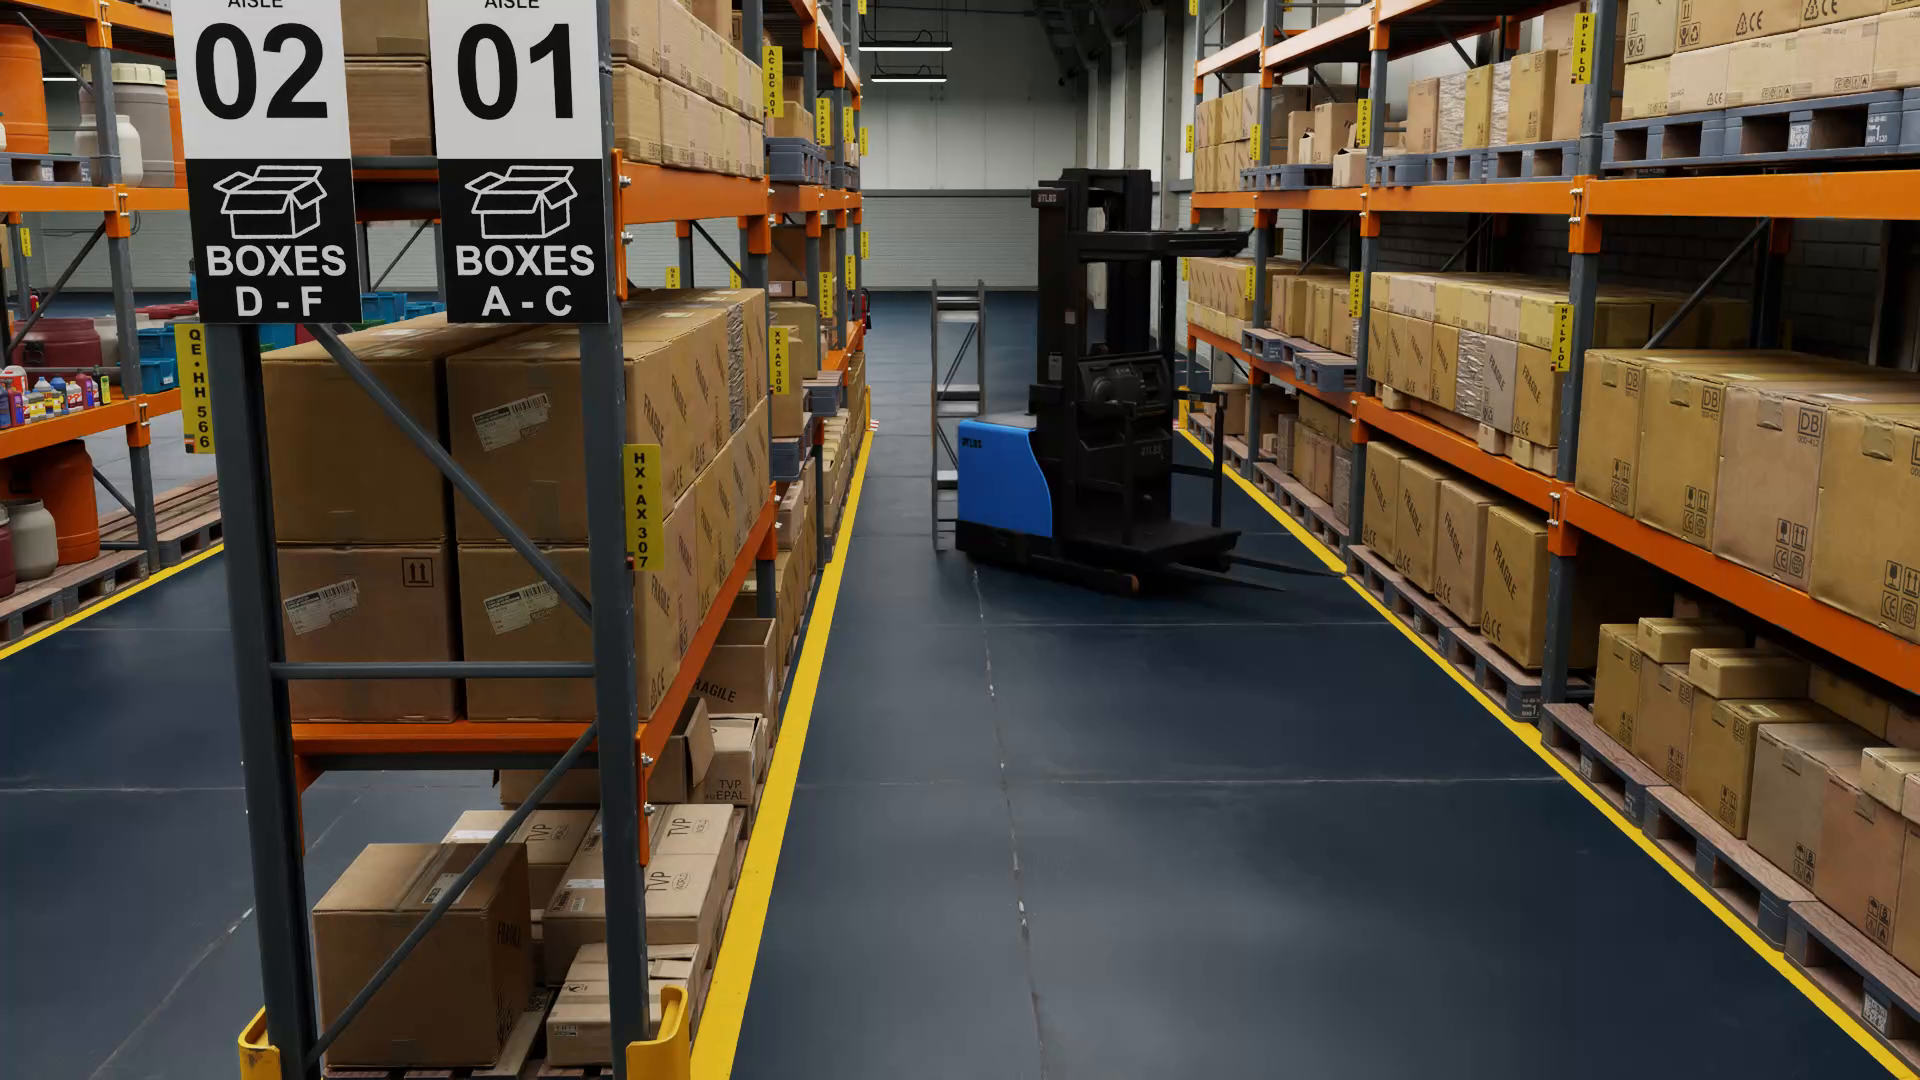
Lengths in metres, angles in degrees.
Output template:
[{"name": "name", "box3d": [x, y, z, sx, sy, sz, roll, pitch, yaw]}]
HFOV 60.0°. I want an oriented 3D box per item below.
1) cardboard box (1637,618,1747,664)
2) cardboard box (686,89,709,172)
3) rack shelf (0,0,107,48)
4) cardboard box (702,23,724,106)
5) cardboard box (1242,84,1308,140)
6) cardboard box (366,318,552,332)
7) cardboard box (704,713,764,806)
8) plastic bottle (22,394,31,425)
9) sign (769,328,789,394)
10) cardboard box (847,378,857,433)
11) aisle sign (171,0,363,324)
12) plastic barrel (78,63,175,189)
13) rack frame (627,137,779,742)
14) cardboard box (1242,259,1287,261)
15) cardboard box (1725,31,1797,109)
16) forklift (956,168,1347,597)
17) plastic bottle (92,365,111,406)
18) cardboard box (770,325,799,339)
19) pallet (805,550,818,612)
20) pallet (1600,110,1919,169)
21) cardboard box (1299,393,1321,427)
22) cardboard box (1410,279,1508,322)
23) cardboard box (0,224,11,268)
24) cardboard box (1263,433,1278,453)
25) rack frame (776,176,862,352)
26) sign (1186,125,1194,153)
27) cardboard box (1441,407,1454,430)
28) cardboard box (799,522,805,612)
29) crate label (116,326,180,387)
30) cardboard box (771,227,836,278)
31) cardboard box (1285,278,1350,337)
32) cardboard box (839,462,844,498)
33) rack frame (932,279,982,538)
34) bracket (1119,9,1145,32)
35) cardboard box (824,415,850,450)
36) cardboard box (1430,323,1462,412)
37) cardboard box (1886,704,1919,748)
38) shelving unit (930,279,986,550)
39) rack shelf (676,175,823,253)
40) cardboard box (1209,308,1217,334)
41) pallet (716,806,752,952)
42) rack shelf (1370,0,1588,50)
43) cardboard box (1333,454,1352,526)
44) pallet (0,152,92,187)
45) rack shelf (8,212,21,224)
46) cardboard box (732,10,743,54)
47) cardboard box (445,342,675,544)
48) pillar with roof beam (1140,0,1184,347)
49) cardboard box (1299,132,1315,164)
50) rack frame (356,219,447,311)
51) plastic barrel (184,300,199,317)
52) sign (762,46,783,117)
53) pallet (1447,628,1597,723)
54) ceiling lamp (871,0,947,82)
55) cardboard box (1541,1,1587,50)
[{"name": "cardboard box", "box3d": [3.255, 0.448, 7.405, 0.380, 0.149, 0.250, 0, 11, 1]}, {"name": "cardboard box", "box3d": [-1.118, -1.353, 5.519, 0.500, 0.250, 0.500, 0, 11, -1]}, {"name": "rack shelf", "box3d": [-6.428, -3.220, 9.611, 1.077, 0.370, 4.000, 0, 11, -1]}, {"name": "cardboard box", "box3d": [-1.129, -1.698, 5.959, 0.500, 0.250, 0.500, 0, 11, -1]}, {"name": "cardboard box", "box3d": [3.071, -4.179, 16.251, 0.500, 0.500, 0.500, -1, 12, -6]}, {"name": "cardboard box", "box3d": [-1.663, -0.485, 5.638, 0.500, 0.500, 0.500, 0, 11, 0]}, {"name": "cardboard box", "box3d": [-1.124, 0.913, 7.169, 0.500, 0.311, 0.500, 0, 11, -1]}, {"name": "plastic bottle", "box3d": [-6.032, -0.845, 10.680, 0.097, 0.201, 0.097, 0, 11, 0]}, {"name": "sign", "box3d": [-0.892, -0.878, 8.165, 0.100, 0.325, 0.005, 0, 11, -1]}, {"name": "cardboard box", "box3d": [-1.297, -1.360, 16.689, 0.500, 0.500, 0.500, 0, 11, -1]}, {"name": "aisle sign", "box3d": [-1.657, -0.914, 3.982, 0.394, 0.787, 0.004, 0, 11, -1]}, {"name": "plastic barrel", "box3d": [-6.270, -3.105, 12.517, 0.600, 0.901, 0.600, 0, 11, 0]}, {"name": "rack frame", "box3d": [-1.435, -0.450, 8.233, 1.000, 3.000, 0.127, 0, 11, -1]}, {"name": "cardboard box", "box3d": [3.493, -2.967, 19.082, 0.500, 0.500, 0.500, 0, 11, 0]}, {"name": "cardboard box", "box3d": [3.283, -1.781, 6.317, 0.500, 0.250, 0.500, -1, 11, -3]}, {"name": "forklift", "box3d": [1.341, -1.152, 11.867, 1.130, 2.935, 3.031, -11, 16, -42]}, {"name": "plastic bottle", "box3d": [-6.035, -1.090, 11.679, 0.061, 0.283, 0.133, 0, 11, -1]}, {"name": "cardboard box", "box3d": [-1.299, -0.936, 9.322, 0.700, 0.500, 0.500, 2, 12, 8]}, {"name": "pallet", "box3d": [-1.540, 0.270, 11.697, 1.003, 0.211, 1.213, 0, 11, -1]}, {"name": "pallet", "box3d": [3.524, -1.735, 7.246, 1.003, 0.211, 1.213, 0, 11, -1]}, {"name": "cardboard box", "box3d": [3.397, -1.186, 15.153, 0.500, 0.250, 0.500, 0, 11, -2]}, {"name": "cardboard box", "box3d": [3.213, -1.541, 10.674, 0.500, 0.250, 0.500, 0, 11, -1]}, {"name": "cardboard box", "box3d": [-11.329, -3.372, 19.121, 0.500, 0.500, 0.500, 0, 11, -1]}, {"name": "cardboard box", "box3d": [3.311, -0.995, 16.937, 0.380, 0.166, 0.250, -2, 12, -9]}, {"name": "rack frame", "box3d": [-1.683, -2.835, 19.991, 1.000, 3.000, 0.127, 0, 11, -1]}, {"name": "sign", "box3d": [2.727, -4.753, 19.699, 0.100, 0.325, 0.005, 0, 11, -1]}, {"name": "cardboard box", "box3d": [3.253, -0.782, 10.449, 0.380, 0.149, 0.250, 0, 11, -1]}, {"name": "cardboard box", "box3d": [-1.236, 0.156, 10.424, 0.500, 0.500, 0.500, -1, 11, -3]}, {"name": "crate label", "box3d": [-6.220, -1.441, 13.031, 0.502, 0.435, 0.616, 0, 11, -1]}, {"name": "cardboard box", "box3d": [-1.627, -2.914, 16.862, 0.700, 0.500, 0.500, 0, 11, -1]}, {"name": "cardboard box", "box3d": [3.333, -2.114, 15.075, 0.700, 0.500, 0.500, 1, 12, 5]}, {"name": "cardboard box", "box3d": [-1.273, -0.514, 14.407, 0.500, 0.250, 0.500, 0, 11, 0]}, {"name": "rack frame", "box3d": [-0.022, -1.049, 13.448, 0.400, 2.100, 0.015, 0, 11, -1]}, {"name": "bracket", "box3d": [3.484, -10.407, 33.171, 0.076, 0.066, 4.783, 0, 11, -1]}, {"name": "cardboard box", "box3d": [-1.288, -0.991, 15.347, 0.500, 0.311, 0.500, 0, 11, 0]}, {"name": "cardboard box", "box3d": [3.219, -1.067, 10.224, 0.500, 0.500, 0.500, 0, 11, 0]}, {"name": "cardboard box", "box3d": [3.667, 0.710, 6.116, 0.380, 0.149, 0.250, 0, 11, 0]}, {"name": "shelving unit", "box3d": [-0.017, -1.000, 13.209, 0.431, 2.100, 0.503, 0, 11, -1]}, {"name": "rack shelf", "box3d": [-1.476, -1.965, 9.966, 1.077, 0.370, 4.000, 0, 11, -1]}, {"name": "cardboard box", "box3d": [3.000, -2.390, 18.120, 0.500, 0.250, 0.500, 0, 11, -1]}, {"name": "pallet", "box3d": [-1.393, 1.296, 6.639, 1.003, 0.211, 1.213, 0, 11, -1]}, {"name": "rack shelf", "box3d": [3.476, -3.260, 9.811, 1.077, 0.370, 4.000, 0, 11, -1]}, {"name": "cardboard box", "box3d": [3.368, -0.400, 13.165, 0.700, 0.500, 0.500, 0, 11, 0]}, {"name": "pallet", "box3d": [-6.552, -2.451, 11.025, 1.003, 0.211, 1.213, 0, 11, -1]}, {"name": "rack shelf", "box3d": [-11.546, -3.515, 17.608, 1.077, 0.370, 4.000, 0, 11, -1]}, {"name": "cardboard box", "box3d": [-1.371, -2.324, 8.368, 0.600, 0.600, 0.600, -1, 12, -7]}, {"name": "cardboard box", "box3d": [-1.098, -0.283, 4.644, 0.500, 0.500, 0.500, 0, 11, 1]}, {"name": "pillar with roof beam", "box3d": [-0.403, -8.029, 30.501, 9.100, 9.000, 0.548, 0, 11, -1]}, {"name": "cardboard box", "box3d": [3.297, -3.462, 14.704, 0.500, 0.311, 0.500, 0, 11, 1]}, {"name": "rack frame", "box3d": [-6.635, -2.816, 19.894, 1.000, 3.000, 0.127, 0, 11, -1]}, {"name": "plastic barrel", "box3d": [-6.752, -1.896, 15.020, 0.433, 0.535, 0.433, 0, 11, 0]}, {"name": "sign", "box3d": [-0.892, -2.177, 7.902, 0.100, 0.325, 0.005, 0, 11, -1]}, {"name": "pallet", "box3d": [3.427, 0.742, 9.369, 1.003, 0.211, 1.213, 0, 11, -1]}, {"name": "ceiling lamp", "box3d": [-1.350, -13.697, 43.758, 2.000, 3.185, 0.800, 0, 11, -1]}, {"name": "cardboard box", "box3d": [3.604, -2.858, 9.316, 0.500, 0.250, 0.500, -1, 11, -3]}]
